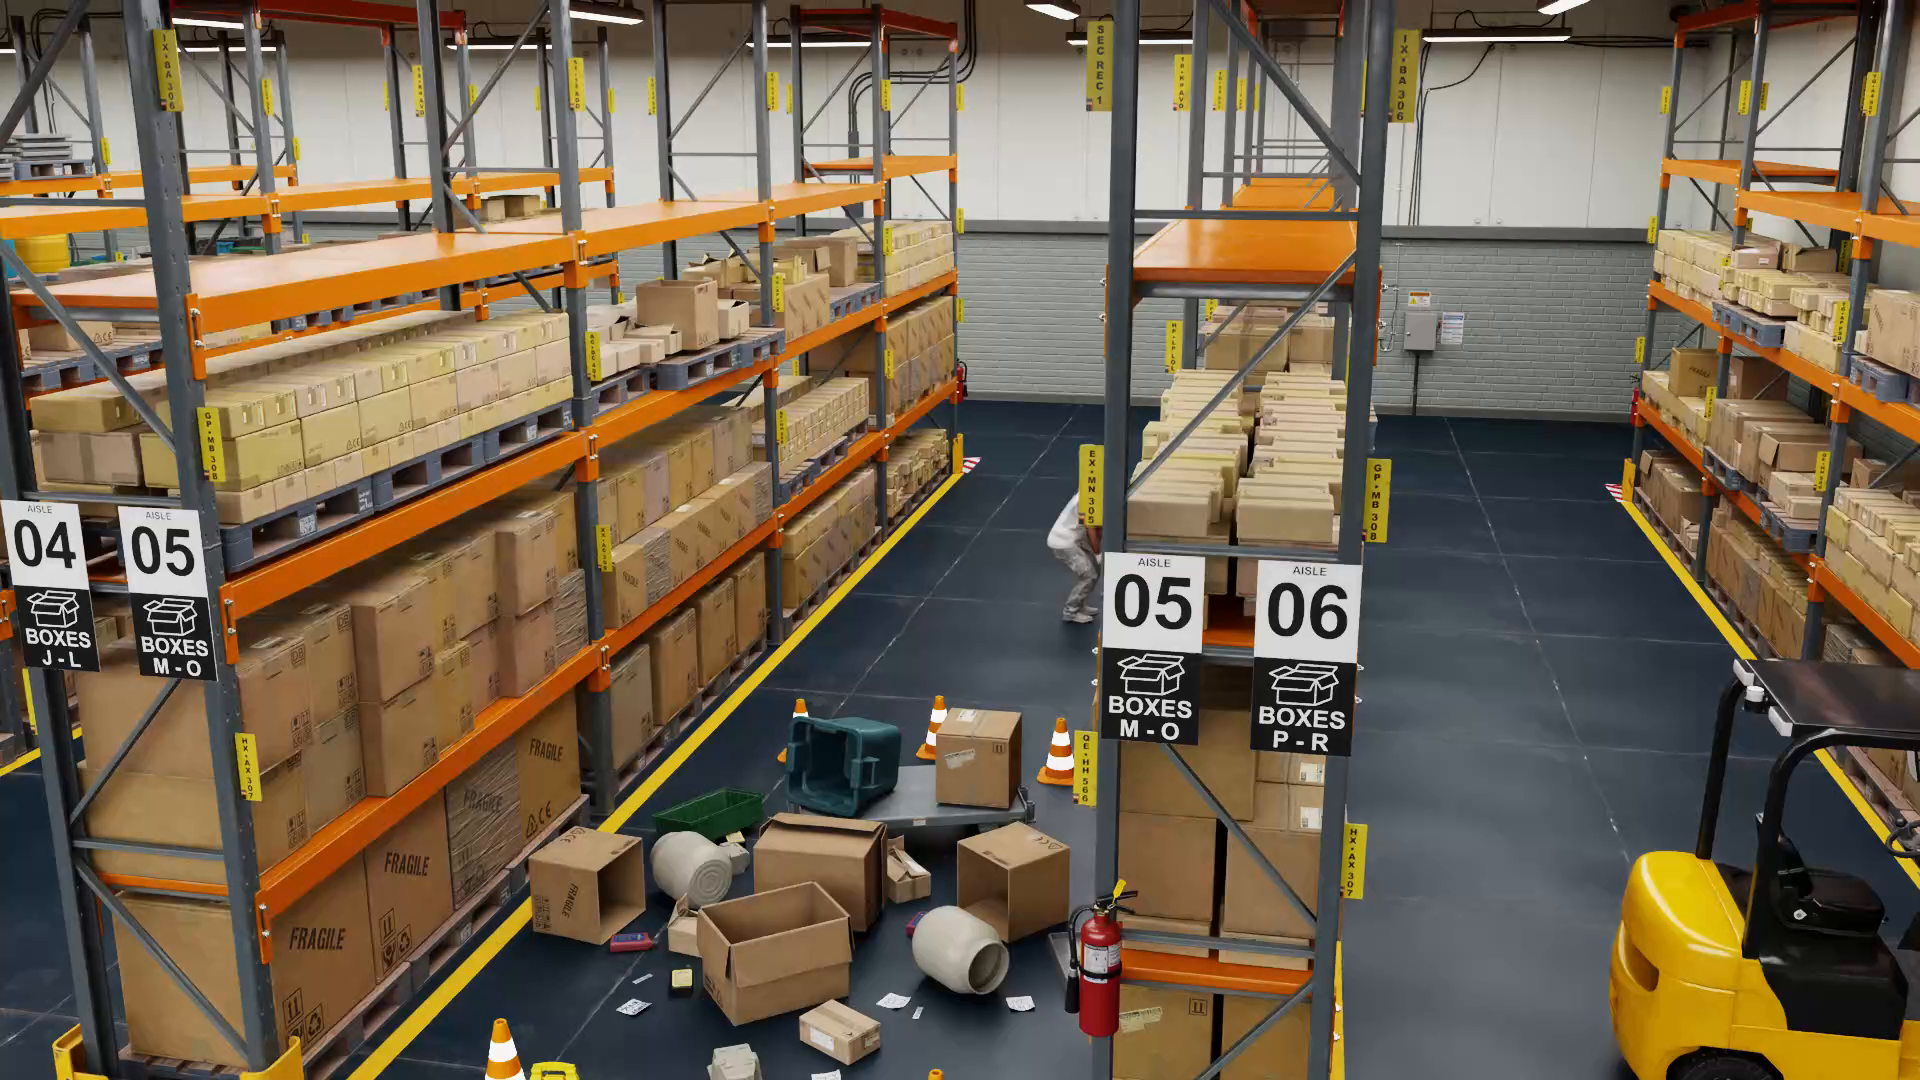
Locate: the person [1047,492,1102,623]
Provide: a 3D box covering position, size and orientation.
[{"bbox_3d":[1.237,0.051,16.401,0.737,1.469,0.611,3,15,11],"label":"person"}]
